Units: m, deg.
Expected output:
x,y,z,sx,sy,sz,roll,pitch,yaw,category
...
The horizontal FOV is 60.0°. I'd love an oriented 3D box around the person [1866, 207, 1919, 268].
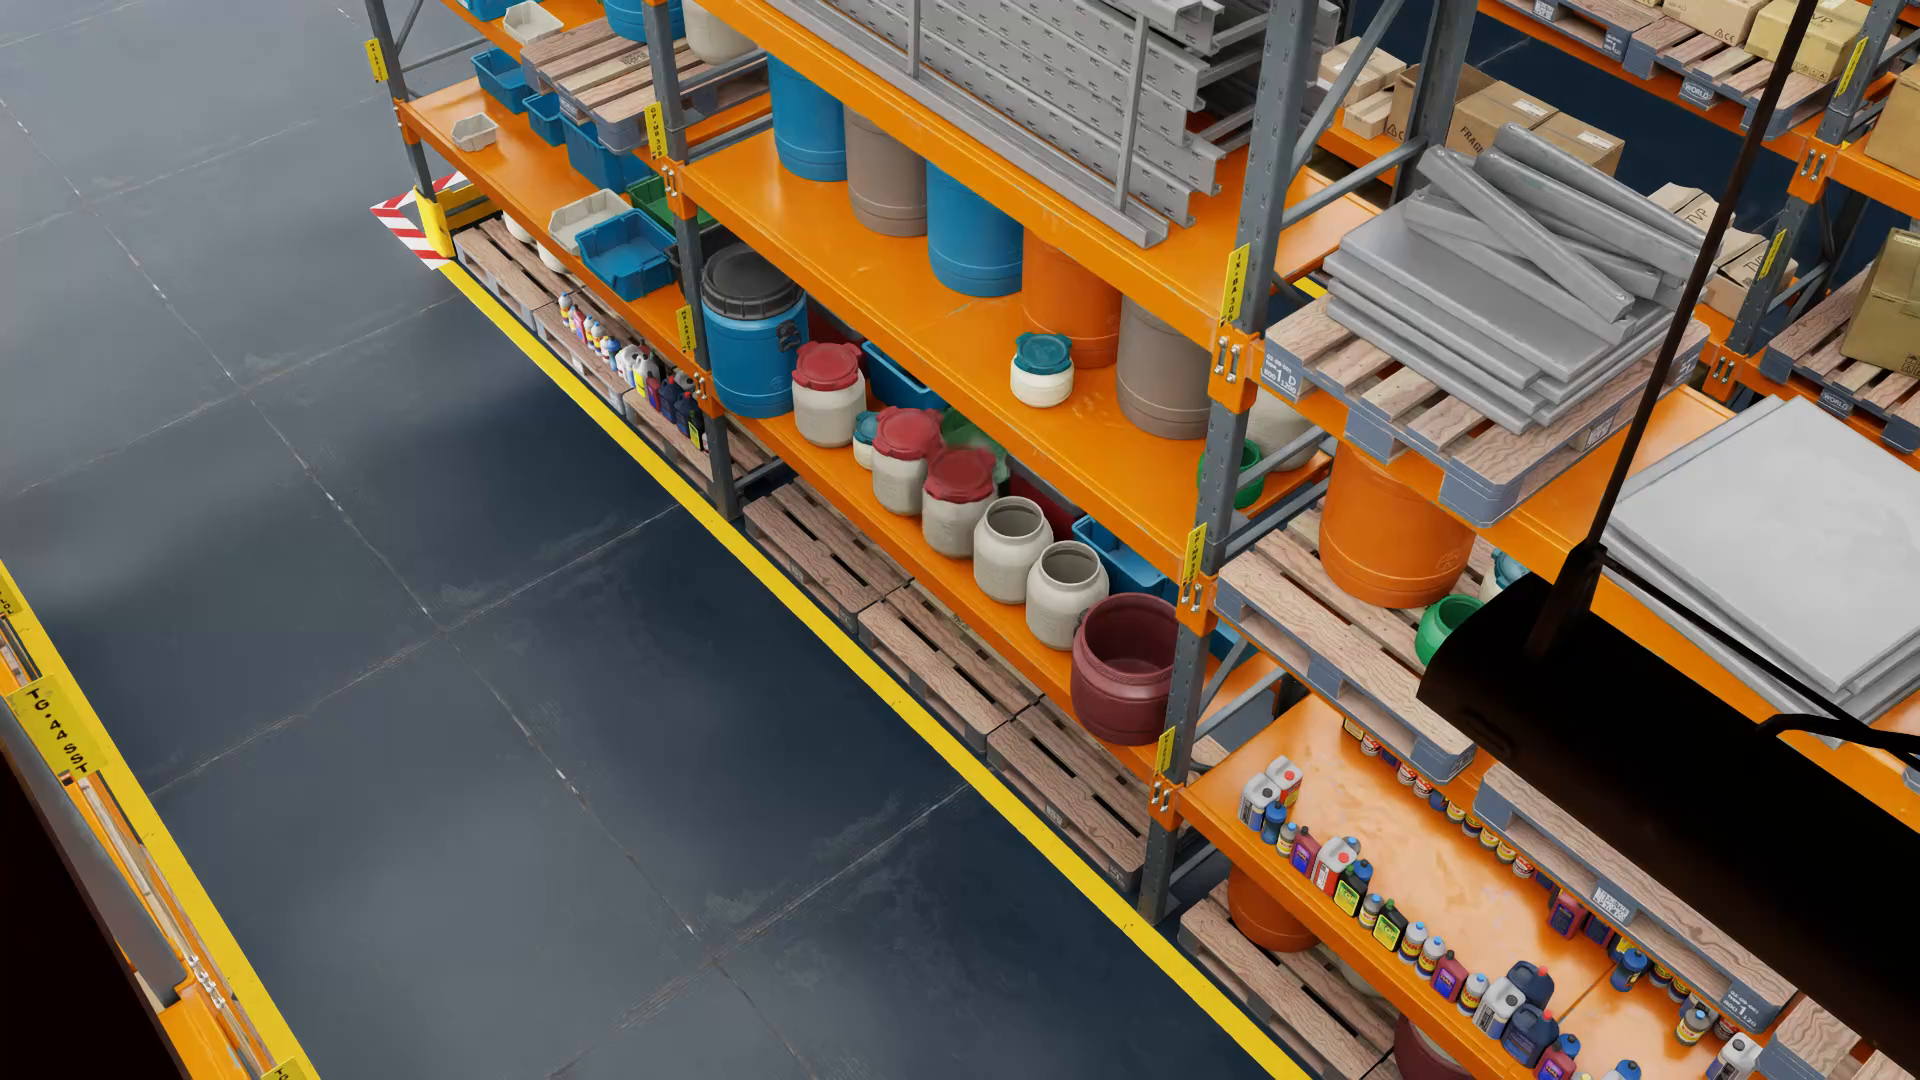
x,y,z,sx,sy,sz,roll,pitch,yaw,category
7.169,-2.487,12.099,0.562,1.759,0.465,-17,49,-16,person
